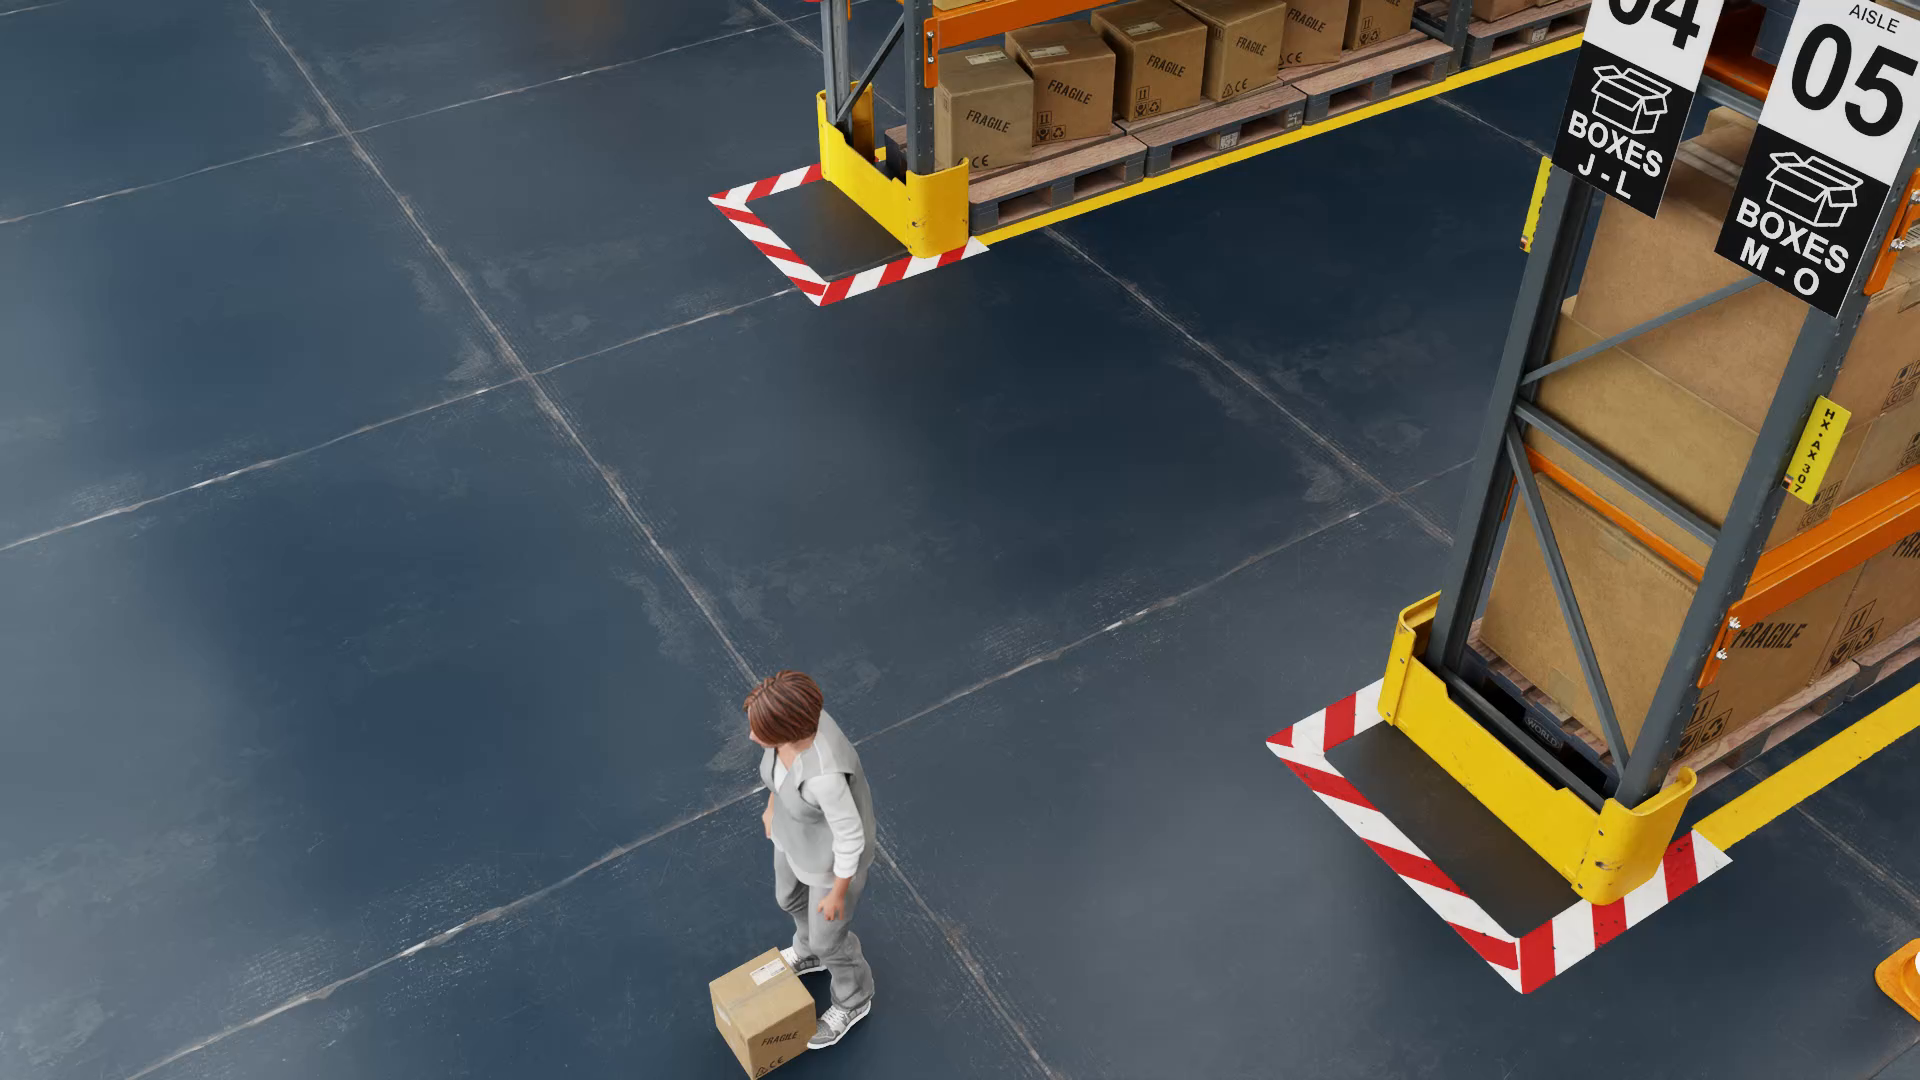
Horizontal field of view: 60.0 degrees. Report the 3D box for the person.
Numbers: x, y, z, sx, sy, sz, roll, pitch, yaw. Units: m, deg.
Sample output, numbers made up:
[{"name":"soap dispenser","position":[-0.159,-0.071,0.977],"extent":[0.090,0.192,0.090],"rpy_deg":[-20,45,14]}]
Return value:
[{"name":"person","position":[-0.445,0.952,5.085],"extent":[0.344,1.593,0.462],"rpy_deg":[-23,46,-24]}]
